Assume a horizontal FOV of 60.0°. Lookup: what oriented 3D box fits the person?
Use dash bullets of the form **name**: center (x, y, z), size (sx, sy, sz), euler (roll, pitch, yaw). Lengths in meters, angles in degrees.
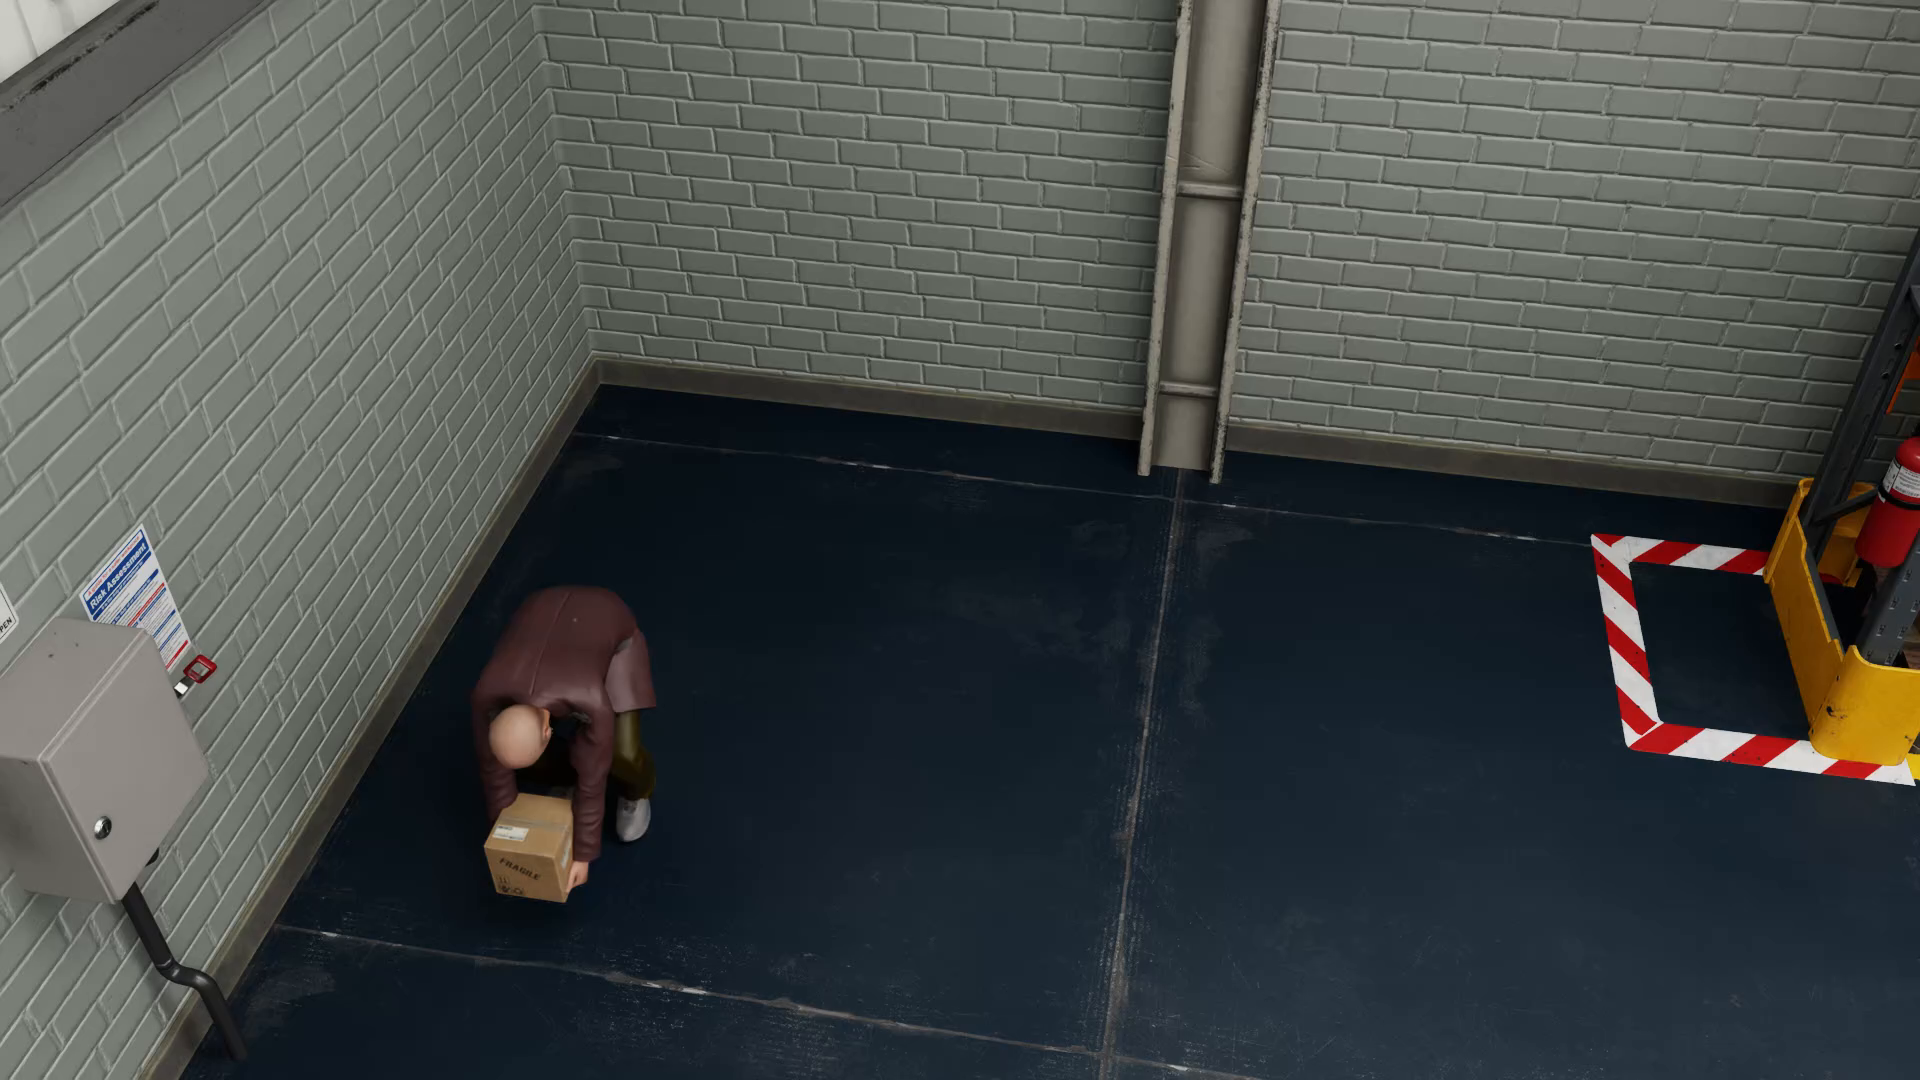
- **person**: center (-1.392, 0.541, 5.747), size (0.556, 1.495, 0.805), euler (6, 40, 7)
